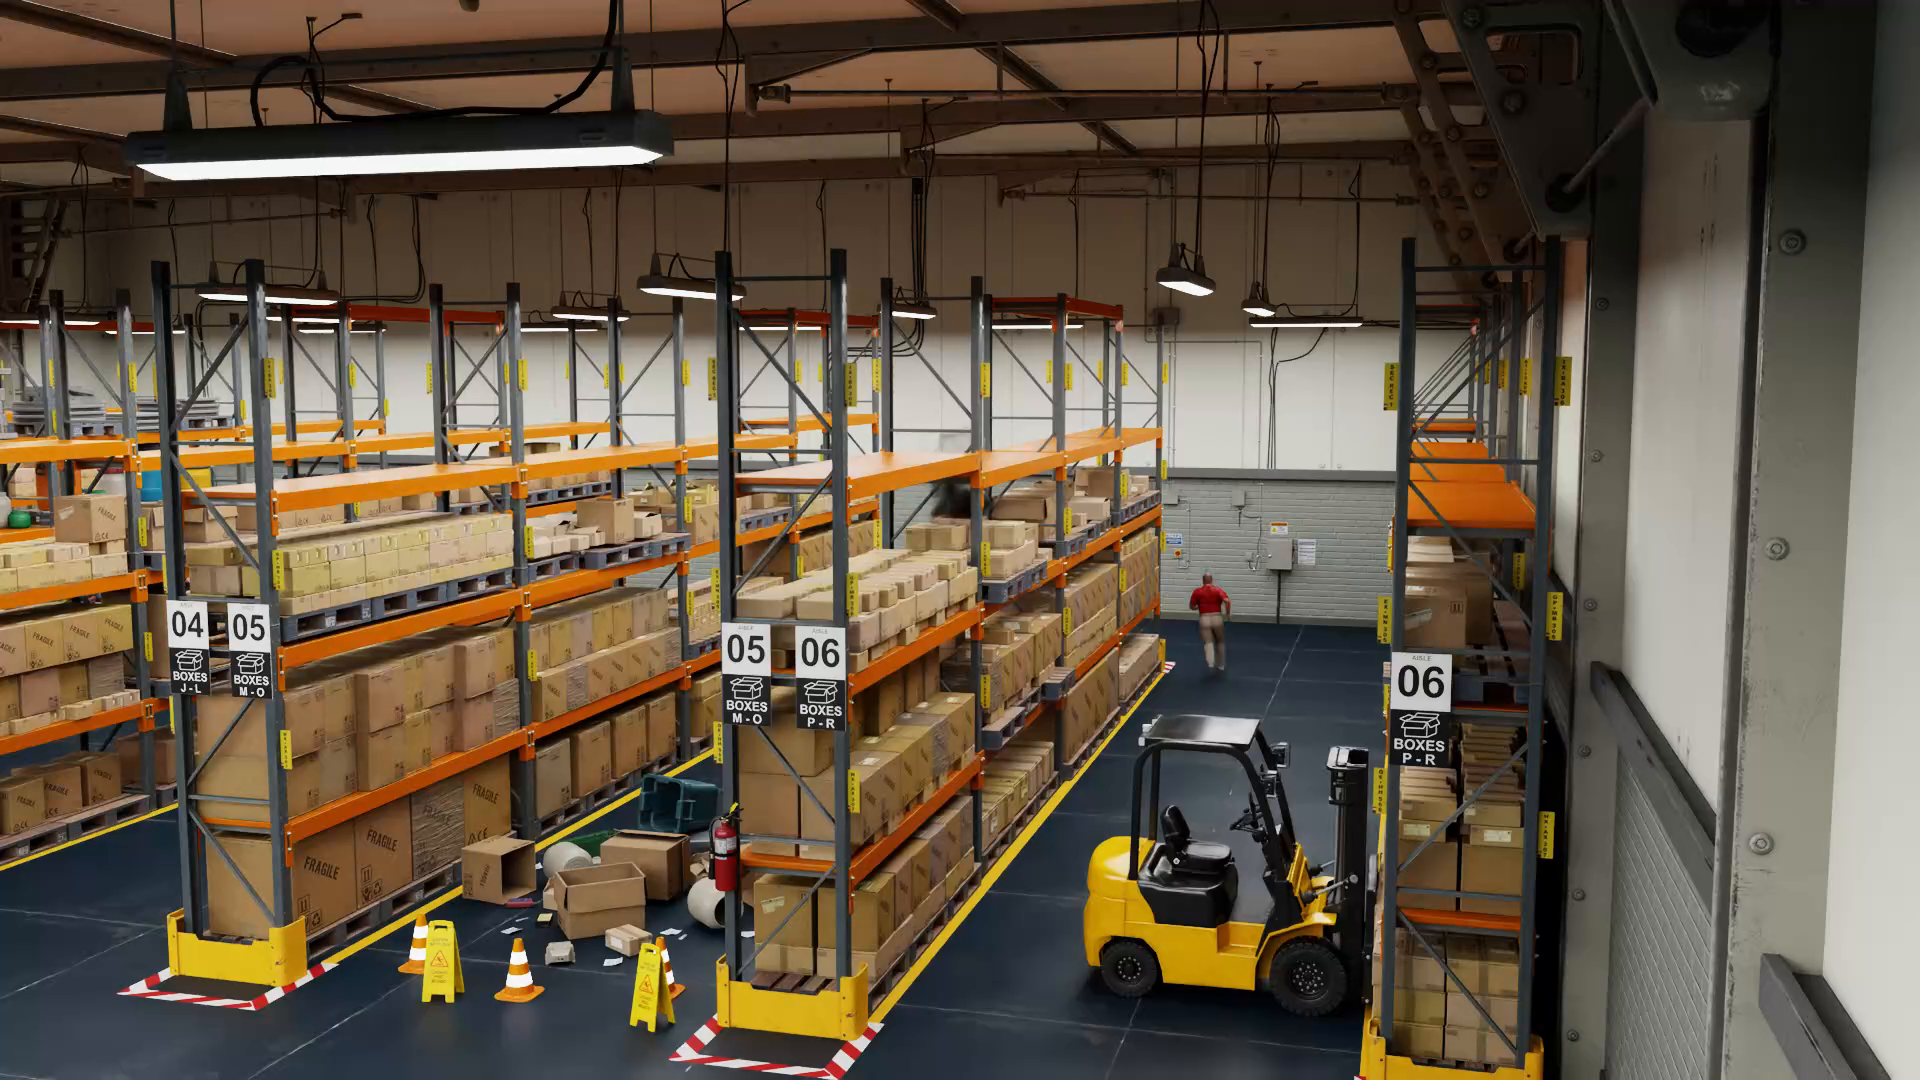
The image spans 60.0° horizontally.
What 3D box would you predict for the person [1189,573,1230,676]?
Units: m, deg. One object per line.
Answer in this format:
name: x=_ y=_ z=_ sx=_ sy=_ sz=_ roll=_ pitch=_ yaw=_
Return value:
person: x=4.128 y=1.376 z=27.520 sx=0.685 sy=1.690 sz=1.013 roll=1 pitch=6 yaw=10
